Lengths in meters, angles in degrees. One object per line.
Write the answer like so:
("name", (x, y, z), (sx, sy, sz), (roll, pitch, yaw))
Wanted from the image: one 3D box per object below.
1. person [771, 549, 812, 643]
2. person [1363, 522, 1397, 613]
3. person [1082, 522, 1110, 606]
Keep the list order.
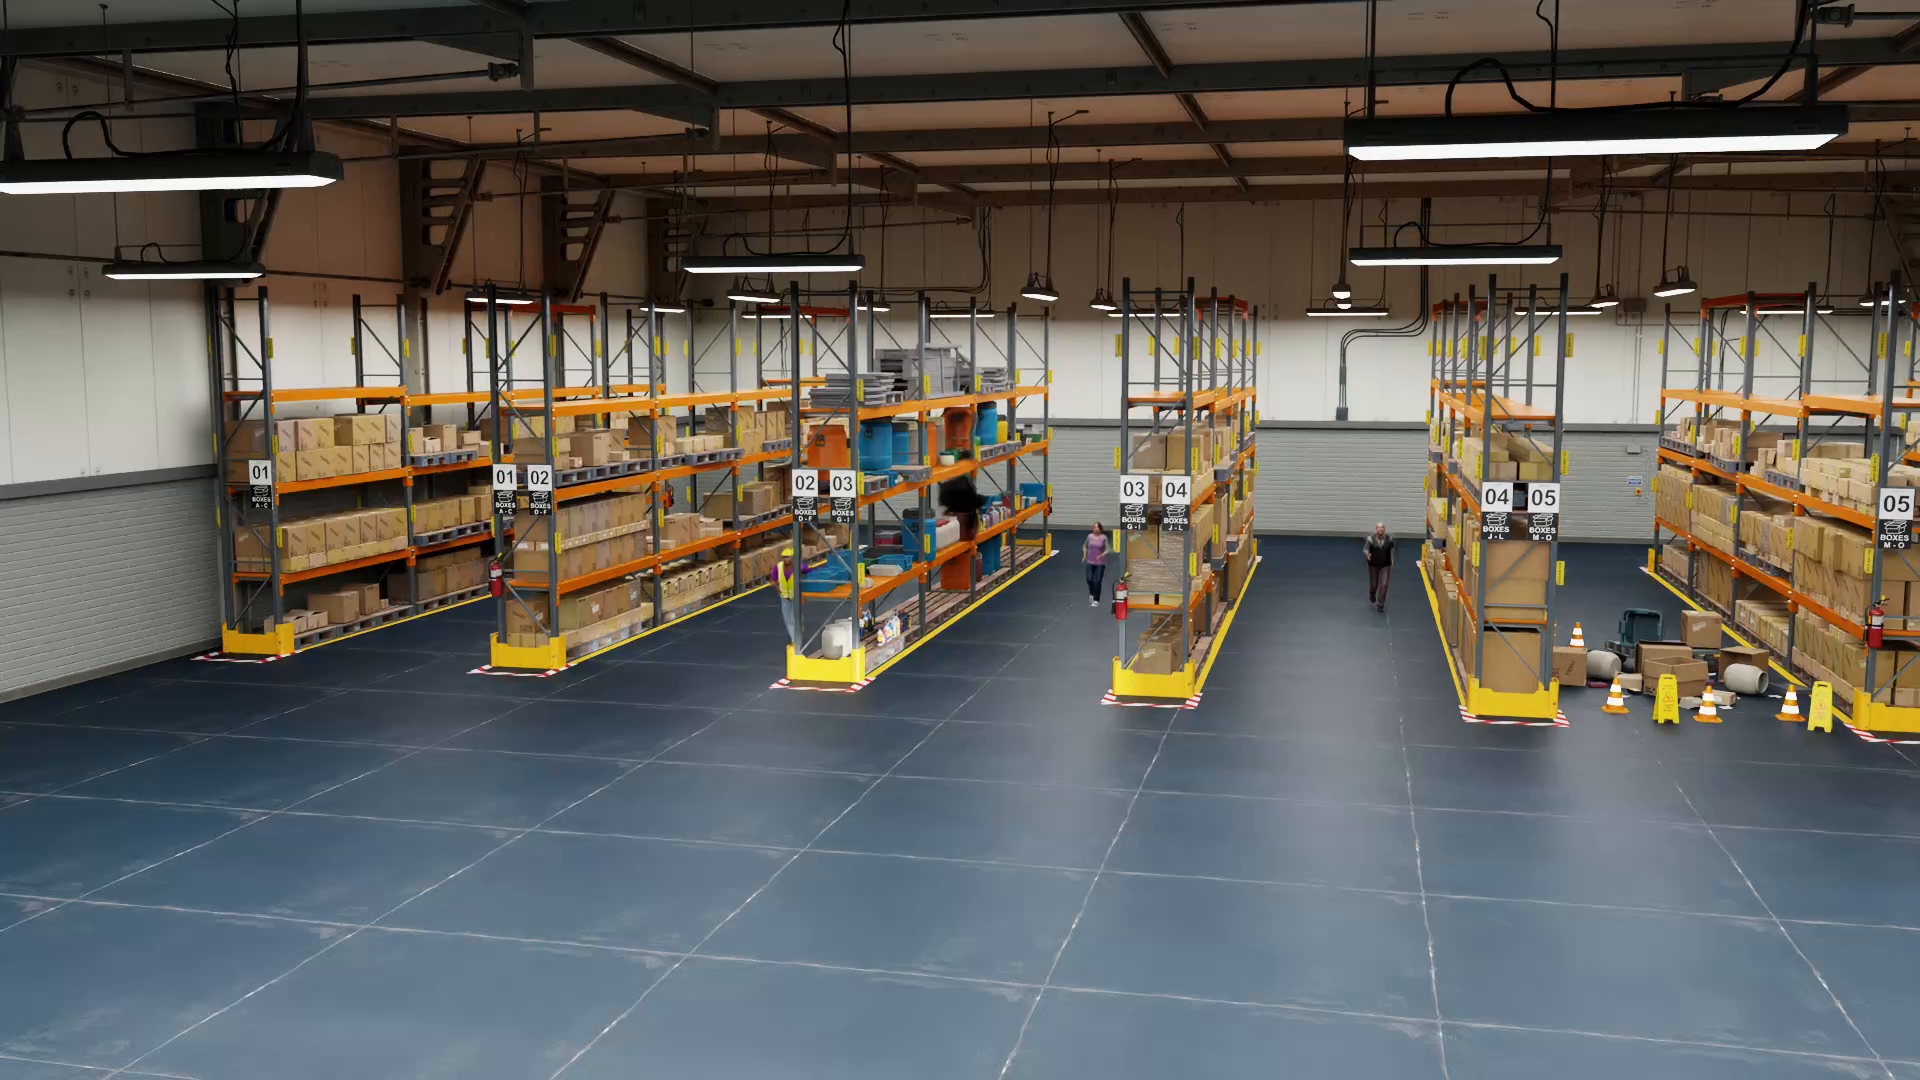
("person", (-2.820, 0.971, 27.850), (0.673, 1.701, 0.722), (2, 7, 16))
("person", (8.039, 0.503, 31.871), (0.651, 1.702, 0.836), (1, 7, 9))
("person", (2.471, 0.447, 30.401), (0.537, 1.566, 0.525), (2, 7, 15))
